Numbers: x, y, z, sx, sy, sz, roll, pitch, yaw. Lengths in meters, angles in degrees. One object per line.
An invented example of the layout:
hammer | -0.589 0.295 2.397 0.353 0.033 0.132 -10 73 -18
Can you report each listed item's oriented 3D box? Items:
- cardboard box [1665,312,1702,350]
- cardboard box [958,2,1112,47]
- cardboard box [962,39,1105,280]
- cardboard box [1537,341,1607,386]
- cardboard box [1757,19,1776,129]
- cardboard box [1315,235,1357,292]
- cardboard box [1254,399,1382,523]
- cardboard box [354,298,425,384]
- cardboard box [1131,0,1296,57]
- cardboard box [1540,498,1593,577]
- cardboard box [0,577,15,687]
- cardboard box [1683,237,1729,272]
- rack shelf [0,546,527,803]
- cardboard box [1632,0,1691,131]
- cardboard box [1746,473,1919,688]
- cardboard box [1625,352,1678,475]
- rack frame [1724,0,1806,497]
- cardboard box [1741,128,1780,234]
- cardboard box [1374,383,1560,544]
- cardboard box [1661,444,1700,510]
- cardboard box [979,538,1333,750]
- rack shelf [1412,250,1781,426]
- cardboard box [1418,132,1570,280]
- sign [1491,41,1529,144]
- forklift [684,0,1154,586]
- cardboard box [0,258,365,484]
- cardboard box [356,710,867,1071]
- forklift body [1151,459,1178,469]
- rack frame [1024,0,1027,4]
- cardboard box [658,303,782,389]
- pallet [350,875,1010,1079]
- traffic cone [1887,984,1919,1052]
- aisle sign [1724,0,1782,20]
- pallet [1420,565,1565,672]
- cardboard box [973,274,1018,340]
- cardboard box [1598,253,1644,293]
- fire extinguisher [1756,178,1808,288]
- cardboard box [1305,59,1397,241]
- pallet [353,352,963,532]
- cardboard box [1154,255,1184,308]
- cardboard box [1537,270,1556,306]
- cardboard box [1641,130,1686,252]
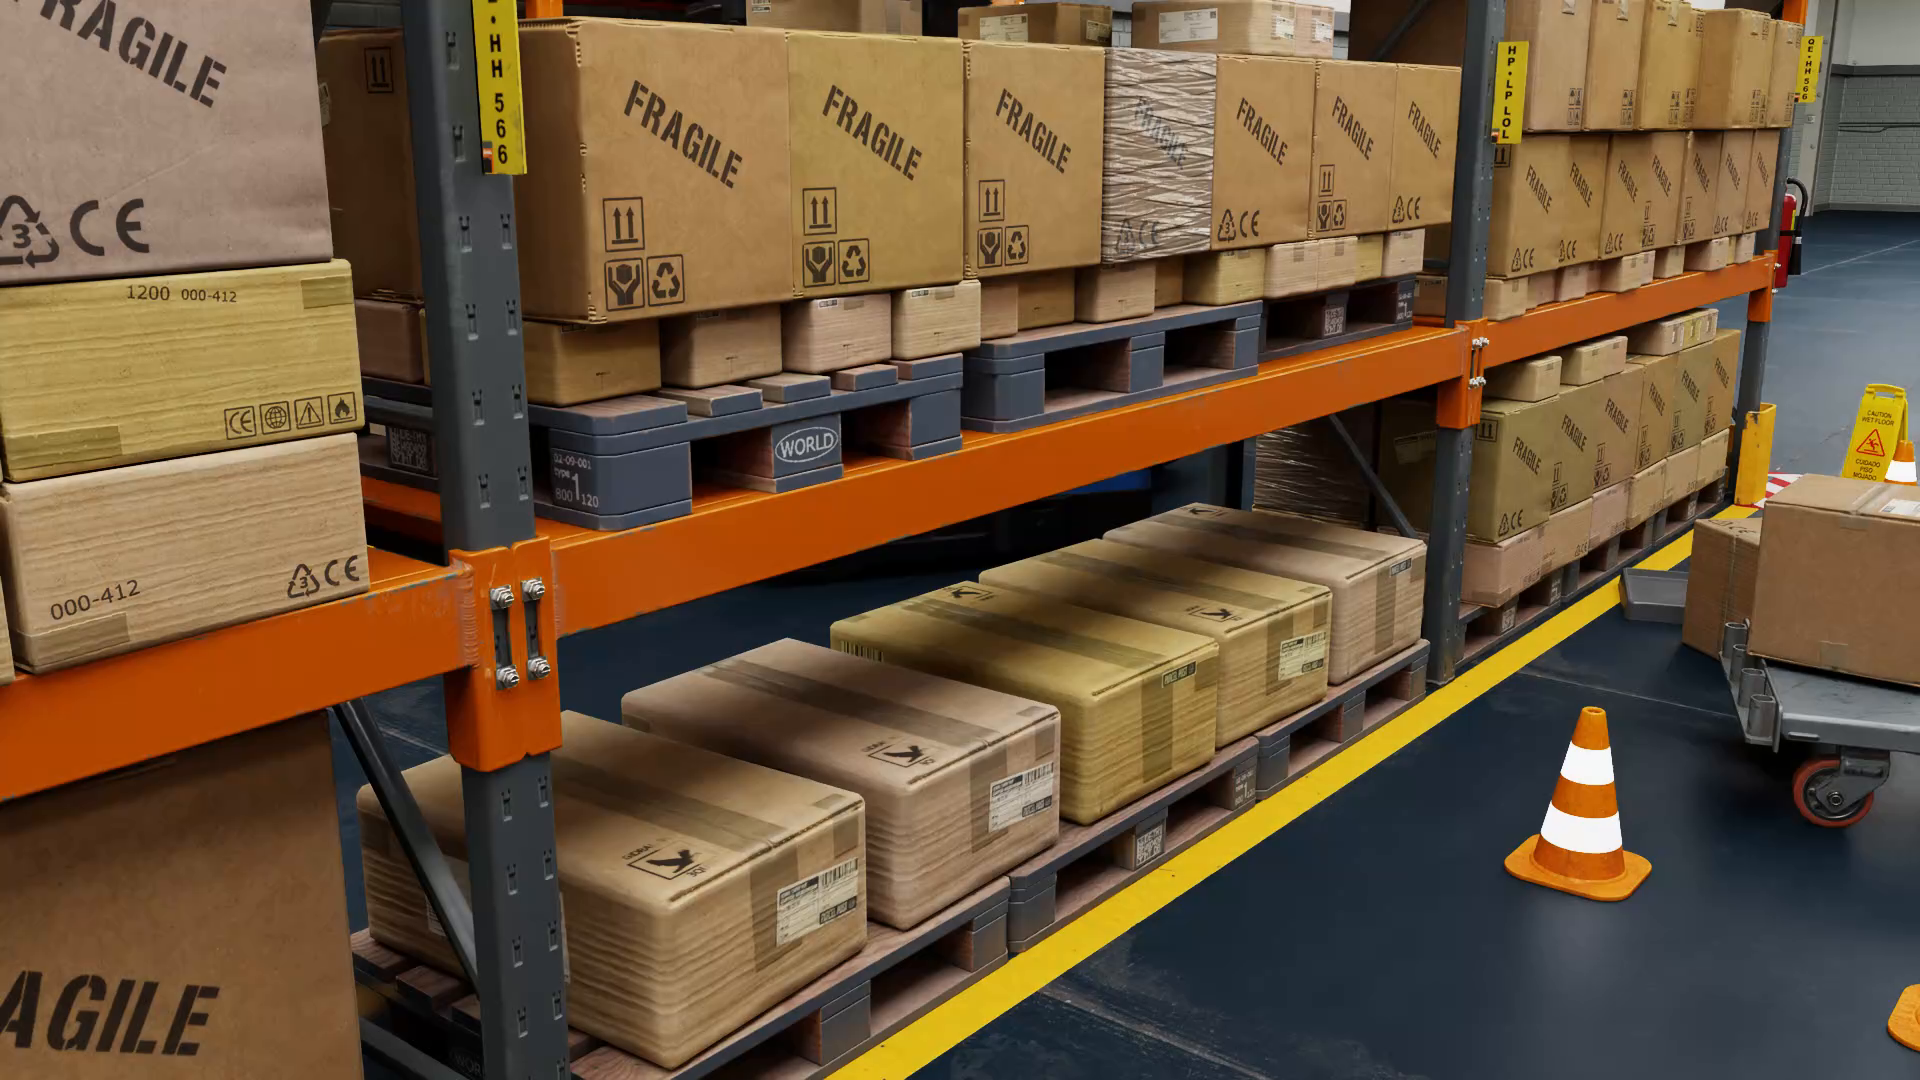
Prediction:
cardboard box | 3.262 -0.998 7.850 0.380 0.149 0.250 12 18 38
cardboard box | 0.214 -1.457 4.787 0.380 0.149 0.250 13 19 41
cardboard box | -0.013 -0.890 3.872 0.500 0.500 0.500 12 18 38
cardboard box | 2.415 -0.739 6.829 0.380 0.149 0.250 12 19 40
cardboard box | 3.426 -2.221 7.937 0.700 0.500 0.500 11 18 38
cardboard box | 0.965 -0.843 5.007 0.380 0.149 0.250 11 18 37
cardboard box | 1.550 -0.395 6.792 0.500 0.500 0.500 11 18 37
cardboard box | -1.104 -0.420 3.343 0.380 0.149 0.250 12 19 40
cardboard box | 0.696 -1.402 4.574 0.380 0.149 0.250 10 18 35
cardboard box | 2.295 -0.051 6.965 0.500 0.250 0.500 13 19 41
cardboard box | -1.552 0.071 2.057 0.500 0.250 0.500 12 18 39
cardboard box | 3.444 -1.379 7.971 0.380 0.149 0.250 12 18 39
rack shelf | -2.384 0.492 1.554 1.077 0.370 4.000 11 18 38
cardboard box | 2.507 -1.920 6.750 0.700 0.500 0.500 11 18 36
cardboard box | 2.791 0.109 5.141 0.500 0.500 0.500 11 18 38
cardboard box | 2.953 -0.616 7.664 0.500 0.500 0.500 11 18 36
rack frame | 3.901 -1.771 9.004 1.000 3.000 0.127 11 18 38
cardboard box | 3.775 -1.817 8.378 0.500 0.500 0.500 11 18 37
cardboard box | 1.968 -0.311 6.463 0.500 0.500 0.500 12 19 40
cardboard box | 3.271 -0.348 8.132 0.500 0.250 0.500 11 18 38
cardboard box | 0.610 0.304 5.319 0.950 0.372 0.625 13 19 41
rack shelf | 2.644 -1.040 7.585 1.077 0.370 4.000 11 18 38
cardboard box | 1.881 -1.239 6.101 0.500 0.500 0.500 11 18 37
sign | 1.821 -1.481 5.510 0.100 0.325 0.005 11 18 38
forklift | -0.657 -1.365 7.544 3.031 2.935 1.130 -5 15 -18
cardboard box | -1.234 -0.277 2.410 0.500 0.250 0.500 11 18 37
cardboard box | -0.764 0.724 3.665 0.950 0.372 0.625 10 17 34
forklift body | 0.265 -1.482 9.588 2.313 2.155 1.214 11 18 38
rack frame | 0.038 -2.539 12.025 1.000 3.000 0.127 11 18 38
cardboard box | -0.574 -0.404 3.277 0.380 0.149 0.250 10 17 34
pallet | -0.634 0.963 3.904 1.003 0.211 1.213 11 18 38
traffic cone | 2.292 0.889 3.685 0.336 0.463 0.334 11 18 38
aisle sign | 4.166 -2.998 8.554 0.394 0.787 0.004 11 18 38
pallet | 1.782 0.212 6.860 1.003 0.211 1.213 11 18 38
cardboard box | -0.086 -0.557 3.879 0.380 0.149 0.250 13 19 41
cardboard box | 2.646 -1.138 7.020 0.380 0.149 0.250 11 18 38
fire extinguisher | 4.332 -1.685 8.819 0.296 0.674 0.183 11 18 38
cardboard box | 0.965 -1.182 5.025 0.500 0.500 0.500 11 18 38
pallet | -0.762 -0.299 3.599 1.213 0.211 1.003 11 18 38
cardboard box | 0.381 -0.718 4.515 0.380 0.149 0.250 10 18 36
cardboard box | 2.096 -1.006 6.502 0.380 0.149 0.250 11 18 37
cardboard box | 2.806 -1.533 7.258 0.500 0.500 0.500 12 18 38
